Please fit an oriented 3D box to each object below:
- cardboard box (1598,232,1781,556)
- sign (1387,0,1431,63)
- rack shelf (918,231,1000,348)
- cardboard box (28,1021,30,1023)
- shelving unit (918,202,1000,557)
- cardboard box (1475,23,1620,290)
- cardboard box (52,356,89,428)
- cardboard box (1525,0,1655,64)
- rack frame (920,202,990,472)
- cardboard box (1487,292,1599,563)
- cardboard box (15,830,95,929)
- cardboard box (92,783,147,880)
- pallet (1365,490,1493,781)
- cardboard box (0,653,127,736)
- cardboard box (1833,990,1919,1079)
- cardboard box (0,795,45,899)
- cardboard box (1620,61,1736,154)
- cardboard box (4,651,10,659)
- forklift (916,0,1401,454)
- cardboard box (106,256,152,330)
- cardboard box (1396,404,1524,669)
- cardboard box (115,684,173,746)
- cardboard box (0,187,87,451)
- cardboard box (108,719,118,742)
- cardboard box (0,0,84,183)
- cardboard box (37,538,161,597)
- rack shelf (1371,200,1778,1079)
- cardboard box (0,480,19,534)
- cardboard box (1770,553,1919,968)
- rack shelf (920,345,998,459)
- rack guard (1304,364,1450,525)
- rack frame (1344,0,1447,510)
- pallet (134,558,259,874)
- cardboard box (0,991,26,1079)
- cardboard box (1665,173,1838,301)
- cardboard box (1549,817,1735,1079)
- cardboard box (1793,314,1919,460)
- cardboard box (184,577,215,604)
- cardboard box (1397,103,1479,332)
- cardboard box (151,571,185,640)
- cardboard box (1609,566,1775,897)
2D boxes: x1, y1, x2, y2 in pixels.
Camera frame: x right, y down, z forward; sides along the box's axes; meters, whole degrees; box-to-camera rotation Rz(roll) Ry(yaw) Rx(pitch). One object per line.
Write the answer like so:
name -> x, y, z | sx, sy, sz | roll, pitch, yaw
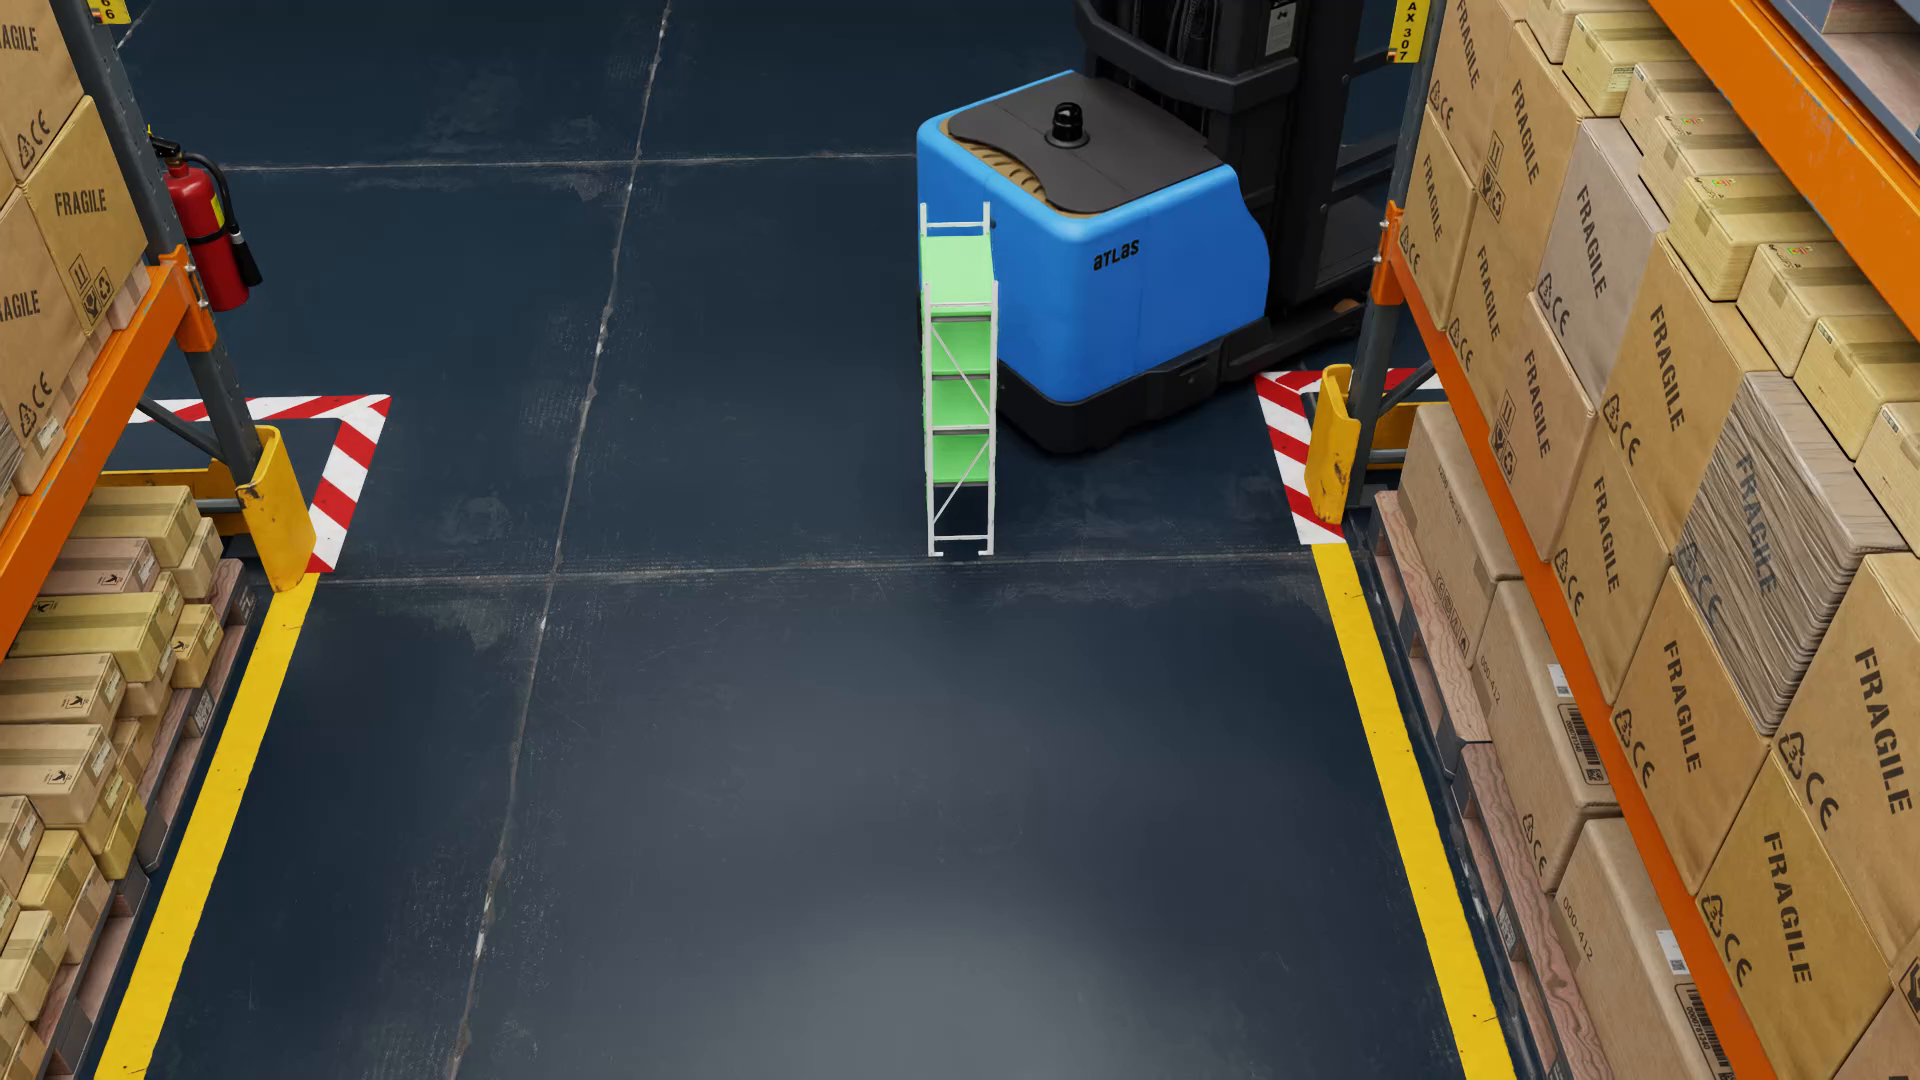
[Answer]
cardboard box -> 1.755, -0.319, 3.564 | 0.500, 0.500, 0.500 | -1, 43, -2
sign -> 1.384, -1.615, 5.093 | 0.100, 0.325, 0.005 | -2, 43, -2
rack shelf -> -0.007, -0.861, 5.685 | 0.258, 0.148, 0.480 | -2, 43, -2
cardboard box -> -2.711, 1.224, 4.494 | 0.380, 0.149, 0.250 | -1, 43, -1
shelving unit -> -0.007, -0.554, 5.966 | 0.258, 1.200, 0.503 | -2, 43, -2
cardboard box -> 1.703, -1.003, 4.310 | 0.500, 0.500, 0.500 | -3, 43, -3
cardboard box -> -2.708, -0.426, 4.680 | 0.380, 0.149, 0.250 | -2, 43, -2
cardboard box -> 1.656, -1.322, 4.178 | 0.380, 0.149, 0.250 | 0, 43, 0
rack frame -> -0.017, -0.719, 6.146 | 0.240, 1.200, 0.015 | -2, 43, -2
cardboard box -> 1.725, -0.298, 4.282 | 0.500, 0.500, 0.500 | -2, 43, -2
cardboard box -> -2.644, 0.940, 4.583 | 0.380, 0.149, 0.250 | 0, 43, 0
cardboard box -> -2.638, 0.866, 4.885 | 0.380, 0.149, 0.250 | -3, 43, -4
pallet -> 2.051, 0.287, 5.781 | 1.003, 0.211, 1.213 | -2, 43, -2
cardboard box -> -2.688, 0.478, 4.867 | 0.380, 0.149, 0.250 | -3, 43, -4
cardboard box -> 1.833, 1.079, 2.779 | 0.500, 0.500, 0.500 | -1, 43, -1
cardboard box -> -2.721, 0.839, 4.474 | 0.380, 0.149, 0.250 | -3, 43, -3
cardboard box -> 1.749, -0.969, 3.793 | 0.380, 0.149, 0.250 | -1, 43, -1
cardboard box -> -3.183, 0.429, 5.141 | 0.380, 0.149, 0.250 | -1, 43, -1
forklift -> 1.308, -2.223, 6.506 | 3.031, 2.935, 1.130 | -26, 49, -26
cardboard box -> -2.707, -0.764, 5.049 | 0.380, 0.149, 0.250 | -2, 43, -2
cardboard box -> 2.066, -0.046, 5.666 | 0.875, 0.438, 0.875 | -3, 43, -3
cardboard box -> -2.735, 0.529, 5.252 | 0.380, 0.149, 0.250 | -2, 43, -2
cardboard box -> -2.710, -0.571, 4.359 | 0.500, 0.500, 0.500 | -2, 43, -2
cardboard box -> -2.763, 0.602, 4.953 | 0.380, 0.149, 0.250 | -2, 43, -2
cardboard box -> -2.735, -1.281, 4.394 | 0.500, 0.500, 0.500 | -2, 43, -3
cardboard box -> -2.774, 0.130, 5.247 | 0.380, 0.149, 0.250 | -1, 43, -1
rack shelf -> 2.023, 0.337, 4.195 | 1.077, 0.370, 4.000 | -2, 43, -2
cardboard box -> -2.692, -0.075, 4.298 | 0.380, 0.149, 0.250 | -3, 43, -4
cardboard box -> 1.799, 0.363, 2.820 | 0.500, 0.500, 0.500 | -2, 43, -2
rack shelf -> -0.007, -0.507, 6.010 | 0.258, 0.148, 0.480 | -2, 43, -2
rack guard -> 1.937, -0.373, 6.287 | 1.175, 0.500, 0.348 | -2, 43, -2
rack frame -> 1.938, -1.278, 5.425 | 1.000, 3.000, 0.127 | -2, 43, -2
pallet -> -3.000, 0.561, 5.482 | 1.003, 0.211, 1.213 | -2, 43, -2
cardboard box -> -2.620, 1.292, 4.199 | 0.380, 0.149, 0.250 | -2, 43, -2
cardboard box -> 1.701, -0.627, 3.420 | 0.380, 0.149, 0.250 | -3, 43, -3
cardboard box -> 2.150, 1.180, 4.328 | 0.875, 0.438, 0.875 | -3, 43, -3
cardboard box -> 1.786, -0.286, 3.048 | 0.380, 0.149, 0.250 | -2, 43, -3
cardboard box -> -2.772, 0.177, 5.636 | 0.380, 0.149, 0.250 | -1, 43, -1
cardboard box -> 1.672, -0.983, 5.028 | 0.500, 0.500, 0.500 | -2, 43, -2
cardboard box -> -2.738, 0.244, 5.342 | 0.380, 0.149, 0.250 | -3, 43, -3
cardboard box -> 1.770, 0.393, 3.527 | 0.500, 0.500, 0.500 | -2, 43, -2
